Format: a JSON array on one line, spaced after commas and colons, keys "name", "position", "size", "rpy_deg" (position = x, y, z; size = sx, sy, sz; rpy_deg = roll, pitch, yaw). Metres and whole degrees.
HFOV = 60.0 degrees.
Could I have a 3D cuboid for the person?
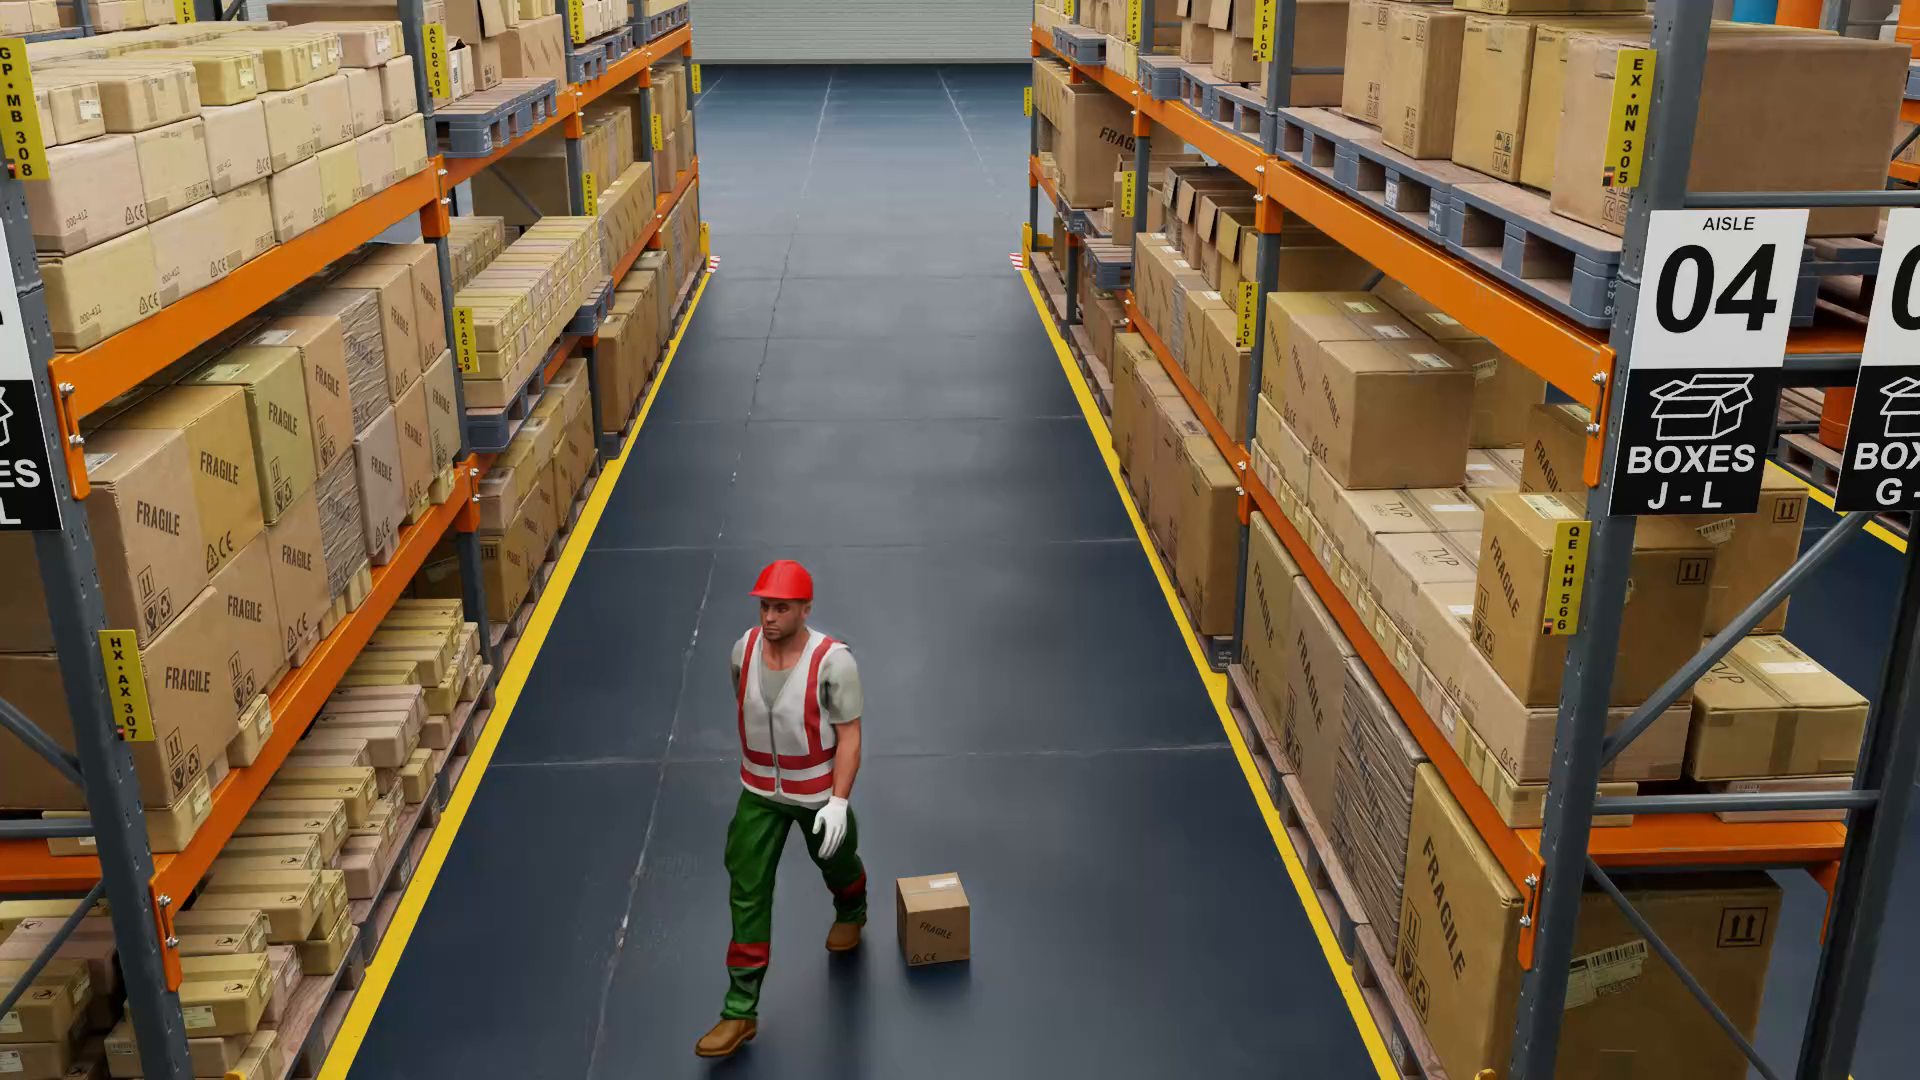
[{"name": "person", "position": [-0.616, 0.918, 6.024], "size": [0.549, 1.732, 1.066], "rpy_deg": [6, 21, 16]}]
